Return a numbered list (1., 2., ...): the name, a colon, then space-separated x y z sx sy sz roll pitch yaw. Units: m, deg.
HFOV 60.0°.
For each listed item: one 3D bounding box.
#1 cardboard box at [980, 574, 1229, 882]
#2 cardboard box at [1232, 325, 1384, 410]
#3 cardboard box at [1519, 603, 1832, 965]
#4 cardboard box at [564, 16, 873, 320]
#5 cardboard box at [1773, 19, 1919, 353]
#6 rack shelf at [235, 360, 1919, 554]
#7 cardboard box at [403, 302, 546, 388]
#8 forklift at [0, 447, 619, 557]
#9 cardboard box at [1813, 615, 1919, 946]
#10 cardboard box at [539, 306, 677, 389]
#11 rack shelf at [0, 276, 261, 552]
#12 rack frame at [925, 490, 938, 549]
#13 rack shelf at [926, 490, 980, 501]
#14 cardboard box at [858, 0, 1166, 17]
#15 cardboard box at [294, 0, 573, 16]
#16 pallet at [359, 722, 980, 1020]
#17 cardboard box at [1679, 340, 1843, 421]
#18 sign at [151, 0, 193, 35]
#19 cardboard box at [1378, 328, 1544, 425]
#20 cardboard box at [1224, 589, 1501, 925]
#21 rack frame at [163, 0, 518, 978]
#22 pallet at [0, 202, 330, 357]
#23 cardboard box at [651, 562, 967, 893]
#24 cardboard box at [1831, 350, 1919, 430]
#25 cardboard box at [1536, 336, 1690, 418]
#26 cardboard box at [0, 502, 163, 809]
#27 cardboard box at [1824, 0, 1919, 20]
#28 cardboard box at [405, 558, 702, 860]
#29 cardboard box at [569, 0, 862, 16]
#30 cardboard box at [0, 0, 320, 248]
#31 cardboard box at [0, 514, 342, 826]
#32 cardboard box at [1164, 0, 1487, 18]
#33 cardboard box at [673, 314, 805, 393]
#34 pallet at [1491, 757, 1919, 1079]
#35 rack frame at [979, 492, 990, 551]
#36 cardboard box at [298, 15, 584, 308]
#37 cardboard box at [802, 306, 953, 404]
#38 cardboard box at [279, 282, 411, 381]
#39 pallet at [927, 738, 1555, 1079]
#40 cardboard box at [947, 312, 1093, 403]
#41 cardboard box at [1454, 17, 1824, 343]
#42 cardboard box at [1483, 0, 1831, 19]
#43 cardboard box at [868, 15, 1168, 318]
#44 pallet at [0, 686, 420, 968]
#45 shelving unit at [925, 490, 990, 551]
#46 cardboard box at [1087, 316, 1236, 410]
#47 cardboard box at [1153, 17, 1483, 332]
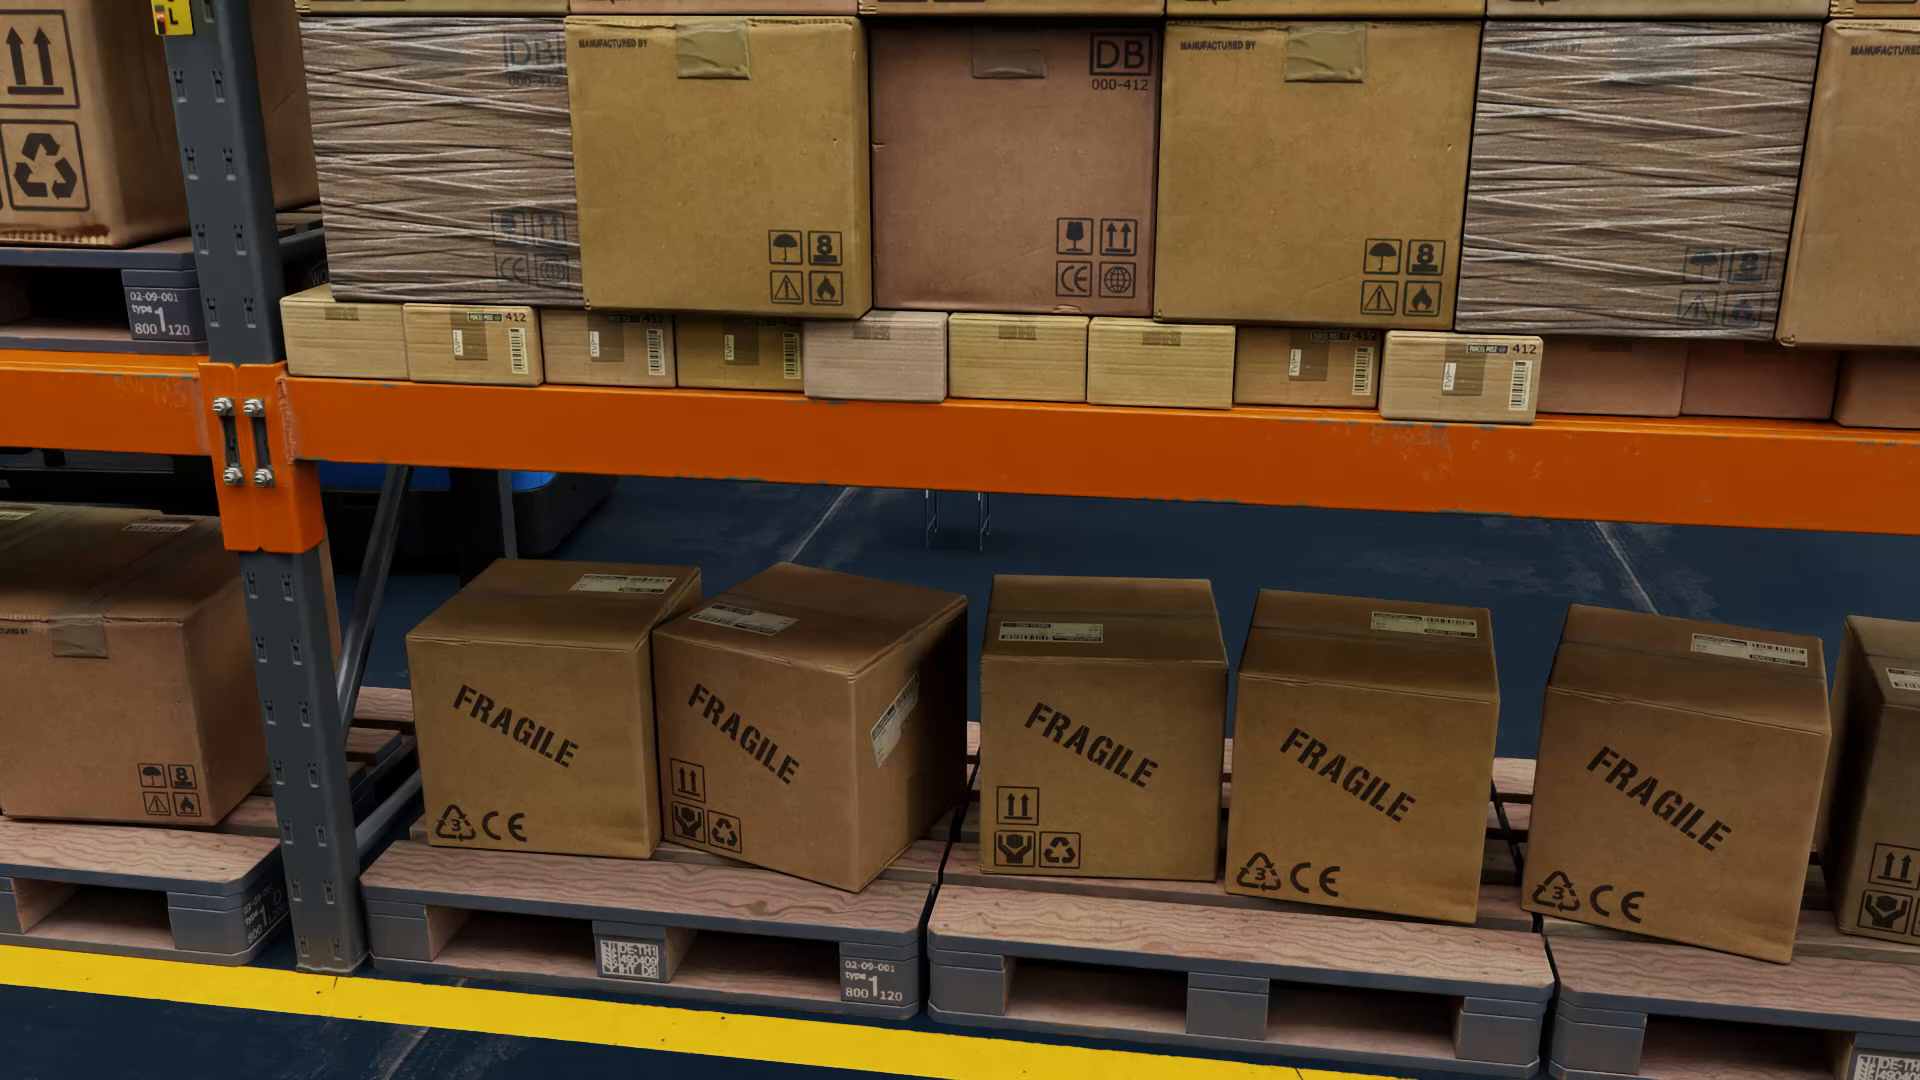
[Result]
1. cardboard box: 0.308 0.399 3.662 0.500 0.500 0.500 1 19 4
2. cardboard box: 0.629 -0.359 3.046 0.250 0.149 0.380 3 19 9
3. cardboard box: 1.467 0.478 3.424 0.500 0.500 0.500 8 20 23
4. cardboard box: -0.351 -0.764 3.231 0.500 0.500 0.875 3 19 9
5. cardboard box: 1.625 -0.664 2.935 0.500 0.500 0.875 3 19 9
6. rack shelf: 0.702 -0.211 3.342 4.000 0.370 1.077 3 19 9
7. cardboard box: -0.864 -0.412 3.204 0.250 0.149 0.380 3 19 9
8. forklift: -2.937 -1.463 6.056 3.031 2.935 1.130 1 19 4
9. cardboard box: 2.062 0.498 3.366 0.500 0.500 0.500 7 20 19
10. cardboard box: -0.613 -0.409 3.193 0.250 0.149 0.380 3 19 9
11. rack shelf: -3.248 -0.413 3.943 4.000 0.370 1.077 3 19 9
12. rack frame: -0.108 -0.432 6.177 0.006 0.900 0.240 3 19 9
13. rack shelf: -0.008 -0.225 6.229 0.200 0.077 0.258 3 19 9
14. cardboard box: 0.118 -1.164 2.851 0.500 0.500 0.500 3 19 9
15. cardboard box: -0.869 -1.214 3.001 0.500 0.500 0.500 3 19 9
16. pallet: -0.604 0.692 3.903 1.213 0.211 1.003 3 19 9
17. cardboard box: 1.376 -0.335 2.972 0.250 0.149 0.380 3 19 9
18. sign: -1.358 -1.028 2.824 0.005 0.325 0.100 3 19 9
19. cardboard box: 0.864 -0.325 2.943 0.250 0.149 0.380 3 19 9
20. cardboard box: 0.852 0.441 3.536 0.500 0.500 0.500 5 19 14
21. rack frame: -1.273 -0.653 3.528 0.127 3.000 1.000 3 19 9
22. pallet: -2.005 -0.646 3.810 1.213 0.211 1.003 3 19 9
23. cardboard box: -0.318 0.392 3.682 0.500 0.500 0.500 9 21 26
24. cardboard box: 1.616 -0.309 2.896 0.250 0.149 0.380 3 19 9
25. cardboard box: 1.125 -0.340 2.989 0.250 0.149 0.380 3 19 9
26. cardboard box: -2.344 0.256 4.057 0.500 0.500 0.700 3 19 8
27. cardboard box: 1.599 -1.088 2.626 0.500 0.500 0.500 3 19 9
28. cardboard box: -0.884 0.366 3.761 0.500 0.500 0.500 2 19 7
29. cardboard box: -0.375 -1.189 2.927 0.500 0.500 0.500 3 19 9
30. cardboard box: -2.035 -1.221 3.617 1.000 1.000 1.000 3 19 9
31. cardboard box: -1.876 0.286 3.968 0.500 0.500 0.700 1 19 4
32. cardboard box: 0.614 -1.142 2.786 0.500 0.500 0.500 3 19 9
33. cardboard box: -0.364 -0.399 3.164 0.250 0.149 0.380 3 19 9
34. pallet: 1.805 0.815 3.536 1.213 0.211 1.003 3 19 9
35. rack frame: 0.092 -0.422 6.146 0.006 0.900 0.240 3 19 9
36. cardboard box: -0.839 -0.800 3.340 0.500 0.500 0.875 3 19 9
37. cardboard box: -0.124 -0.373 3.088 0.250 0.149 0.380 3 19 9
38. cardboard box: -1.109 -0.429 3.254 0.250 0.149 0.380 3 19 9
39. pallet: 0.604 0.752 3.722 1.213 0.211 1.003 3 19 9
40. cardboard box: 0.130 -0.374 3.089 0.250 0.149 0.380 3 19 9
41. cardboard box: 1.138 -0.703 3.050 0.500 0.500 0.875 3 19 9
42. cardboard box: 1.106 -1.114 2.704 0.500 0.500 0.500 3 19 9
43. cardboard box: 0.159 -0.770 3.251 0.500 0.500 0.875 3 19 9
44. pallet: -2.042 0.630 4.086 1.213 0.211 1.003 3 19 9
45. shelving unit: -0.008 -0.427 6.162 0.210 0.900 0.258 3 19 9
46. cardboard box: 0.375 -0.358 3.041 0.250 0.149 0.380 3 19 9
47. cardboard box: 0.646 -0.732 3.137 0.500 0.500 0.875 3 19 9
